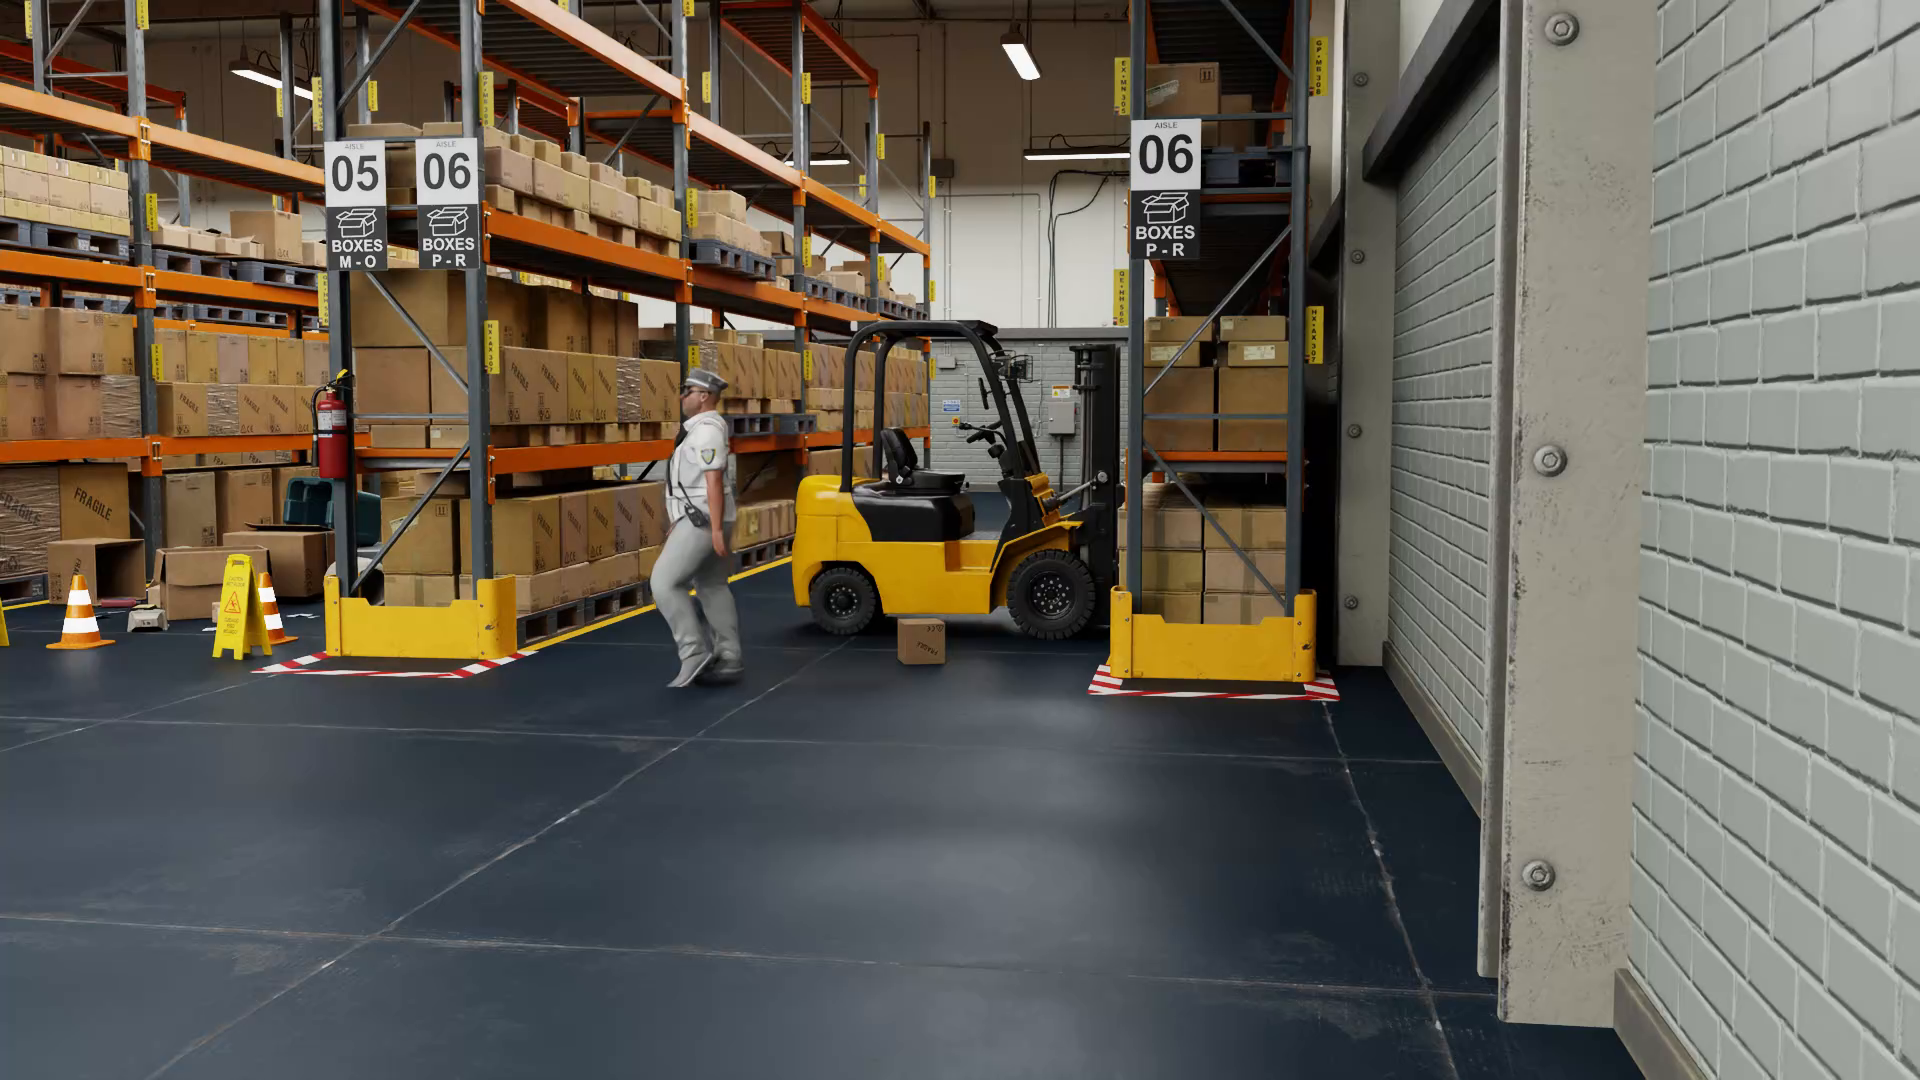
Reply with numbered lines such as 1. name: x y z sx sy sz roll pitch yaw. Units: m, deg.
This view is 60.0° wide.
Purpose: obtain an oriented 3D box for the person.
1. person: -1.485 -0.063 9.426 0.504 1.831 0.525 0 4 -3
